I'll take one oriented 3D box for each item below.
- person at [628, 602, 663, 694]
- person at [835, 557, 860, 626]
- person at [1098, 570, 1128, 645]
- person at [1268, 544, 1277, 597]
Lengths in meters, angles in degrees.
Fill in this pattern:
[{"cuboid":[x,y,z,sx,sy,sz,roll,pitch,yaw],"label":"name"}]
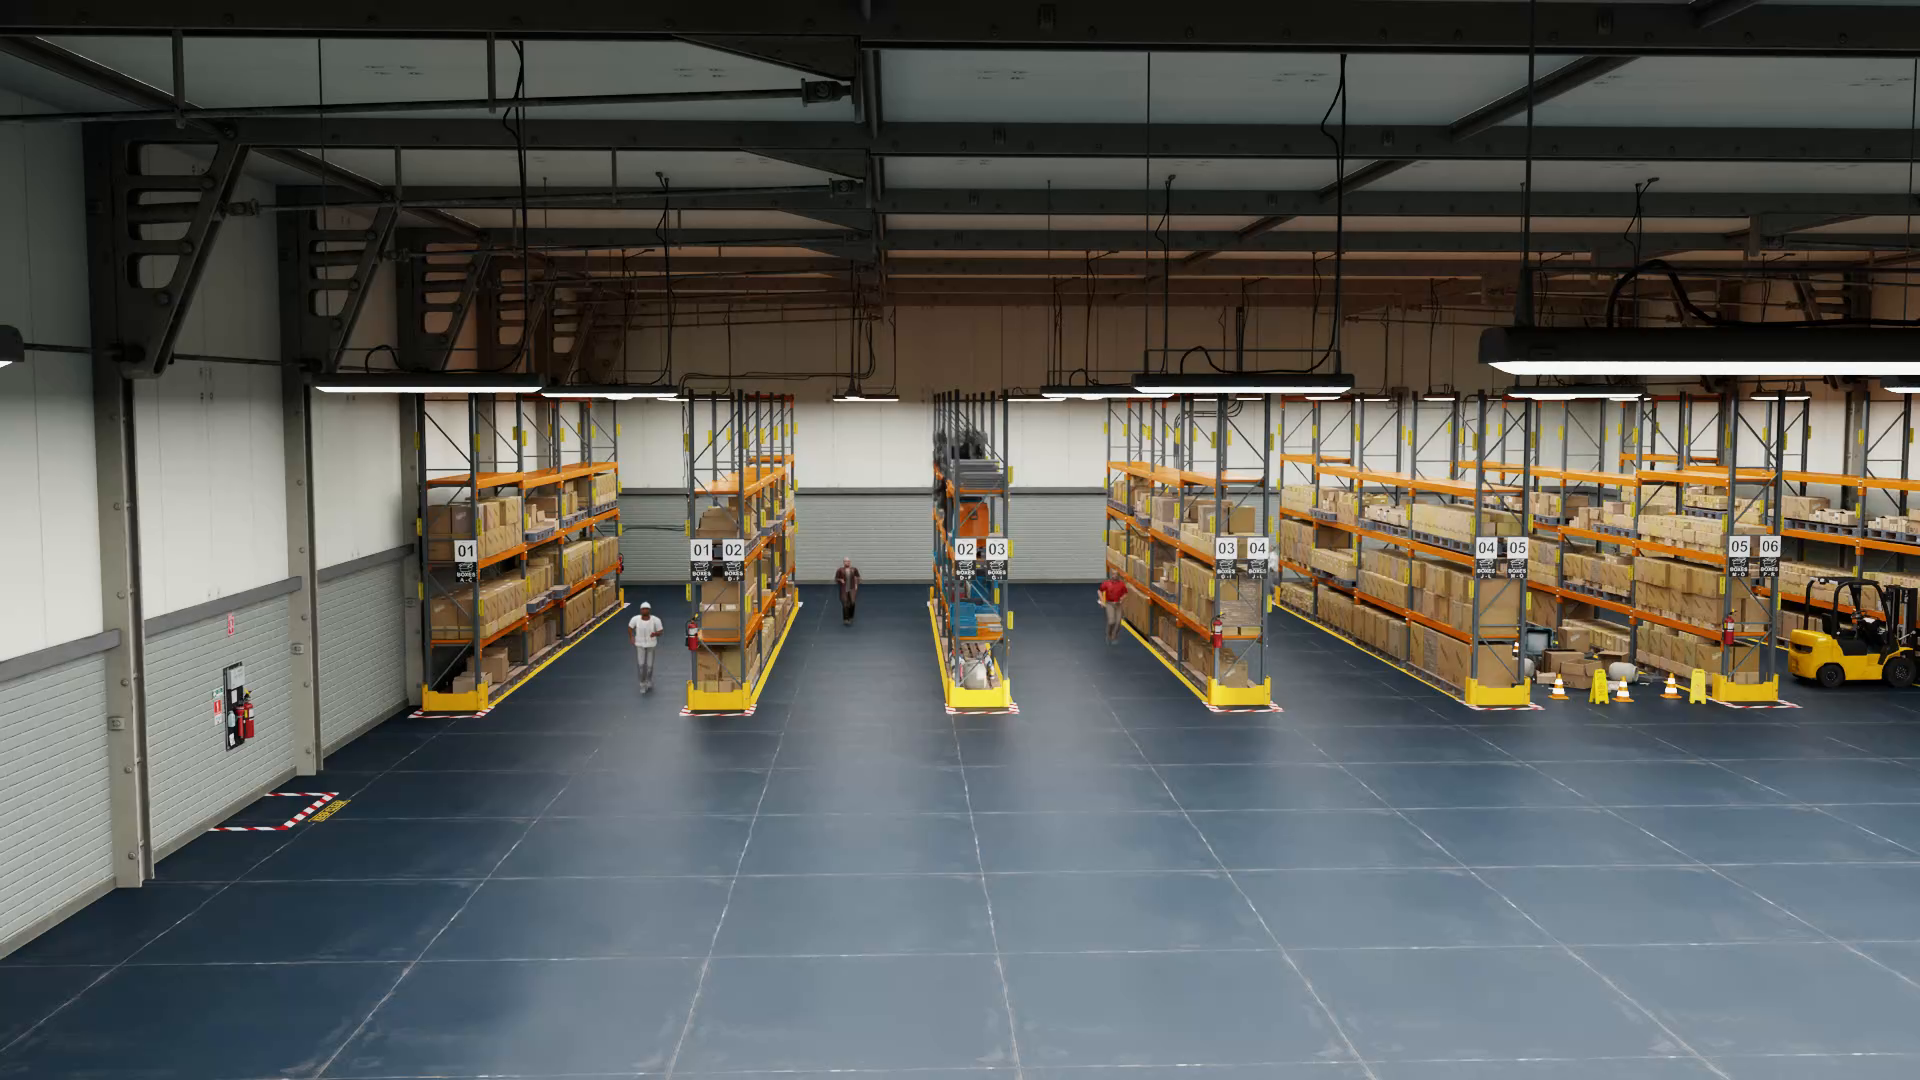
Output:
[{"cuboid":[-6.271,2.148,33.192,0.682,1.828,0.694,-1,5,-11],"label":"person"},{"cuboid":[-2.895,1.338,43.052,0.674,1.777,0.753,-1,5,-9],"label":"person"},{"cuboid":[3.487,1.569,37.536,0.651,1.654,0.602,-1,5,-9],"label":"person"},{"cuboid":[9.156,0.927,49.010,0.582,1.678,0.769,-1,5,-12],"label":"person"}]
